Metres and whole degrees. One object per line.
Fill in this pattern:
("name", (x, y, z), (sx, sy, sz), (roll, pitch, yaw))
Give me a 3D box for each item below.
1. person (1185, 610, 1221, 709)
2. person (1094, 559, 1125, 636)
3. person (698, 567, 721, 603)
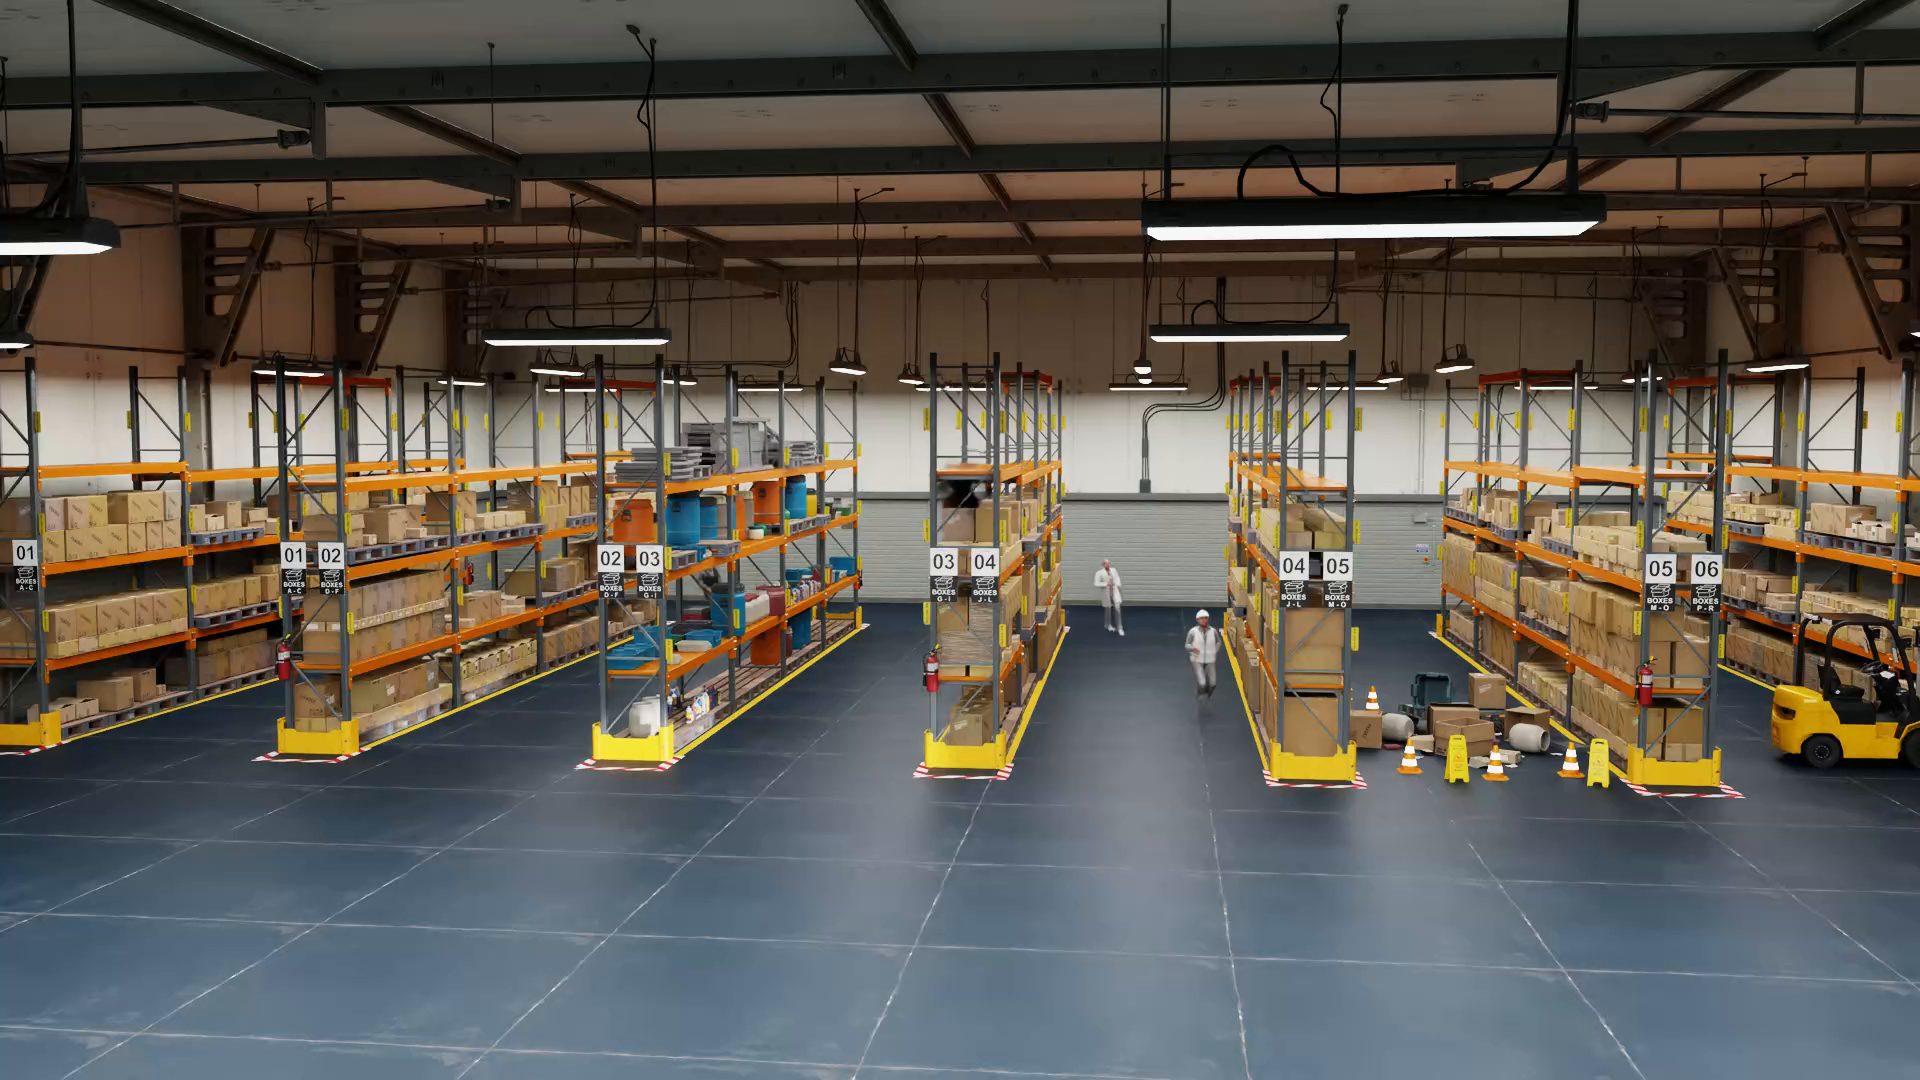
("person", (4.139, 2.036, 28.138), (0.647, 1.693, 0.596), (0, 4, -1))
("person", (3.491, 1.341, 39.390), (0.704, 1.809, 0.893), (-1, 4, -12))
("person", (-6.117, 1.277, 41.046), (0.685, 1.653, 0.547), (-3, 5, -32))
